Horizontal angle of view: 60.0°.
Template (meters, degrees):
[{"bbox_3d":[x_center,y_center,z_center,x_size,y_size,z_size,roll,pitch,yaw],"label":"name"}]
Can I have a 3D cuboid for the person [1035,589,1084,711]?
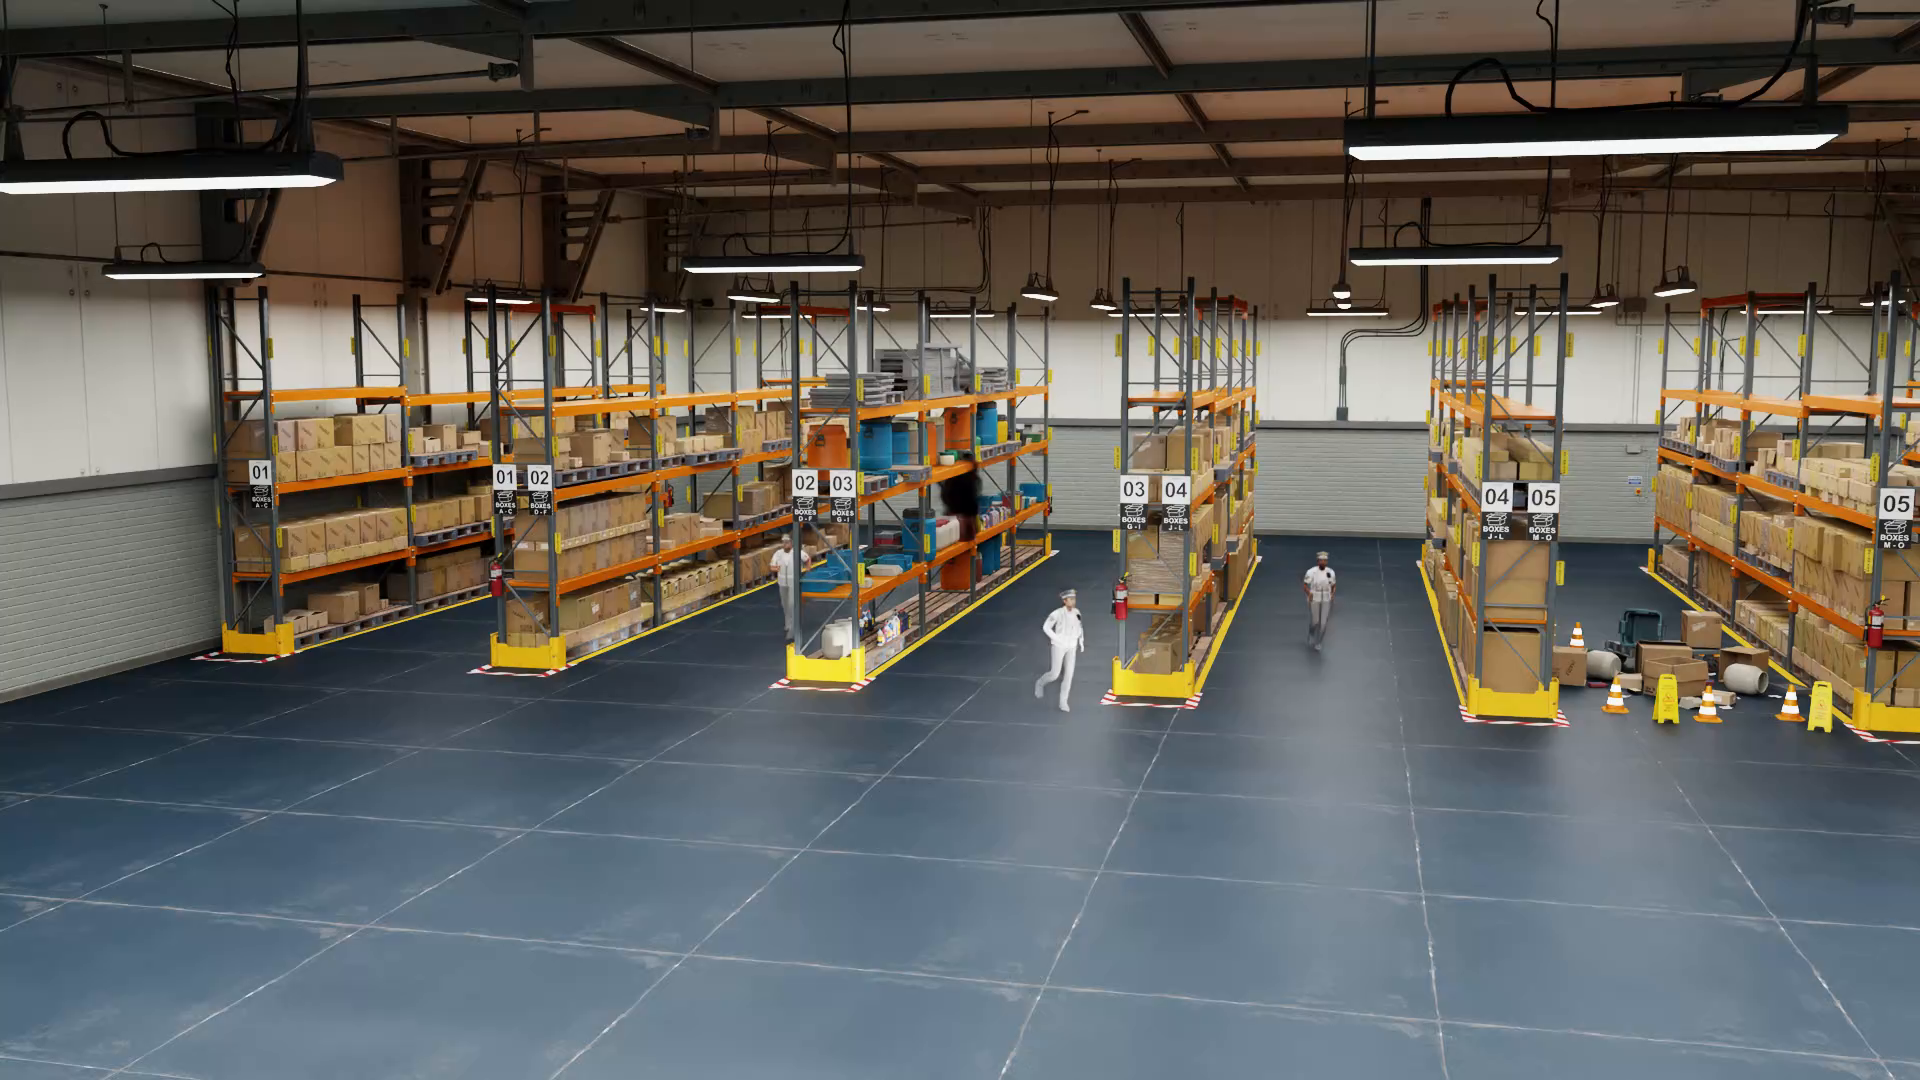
[{"bbox_3d":[1.487,1.506,23.325,0.676,1.647,0.852,-3,7,-25],"label":"person"}]

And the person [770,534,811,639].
[{"bbox_3d":[-2.964,0.793,29.097,0.669,1.848,0.925,1,7,11],"label":"person"}]

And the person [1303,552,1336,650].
[{"bbox_3d":[5.993,1.008,27.641,0.550,1.654,0.544,0,7,1],"label":"person"}]
